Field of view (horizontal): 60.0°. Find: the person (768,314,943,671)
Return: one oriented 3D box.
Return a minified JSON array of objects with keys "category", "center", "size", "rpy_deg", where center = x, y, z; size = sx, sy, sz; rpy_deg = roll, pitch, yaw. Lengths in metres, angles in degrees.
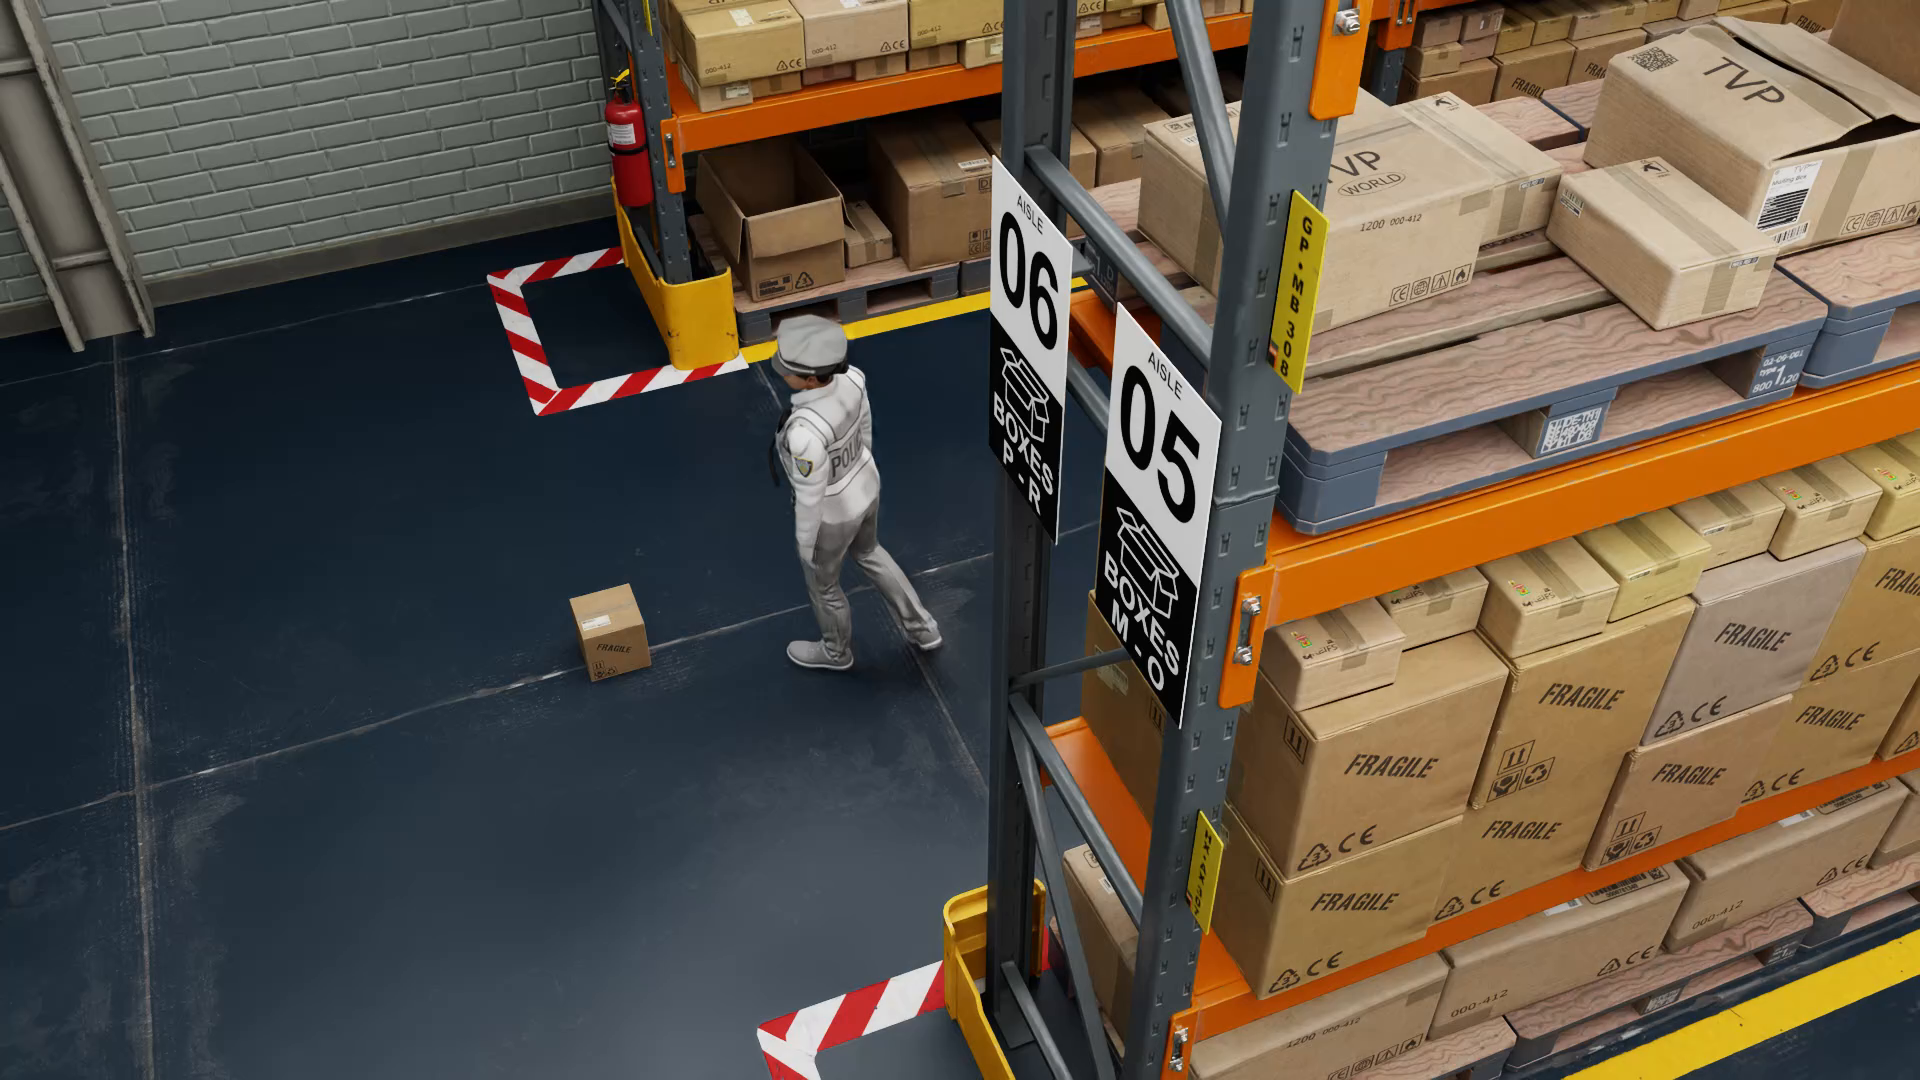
[{"category":"person","center":[-0.396,-0.102,6.251],"size":[0.635,1.662,0.504],"rpy_deg":[19,45,20]}]
